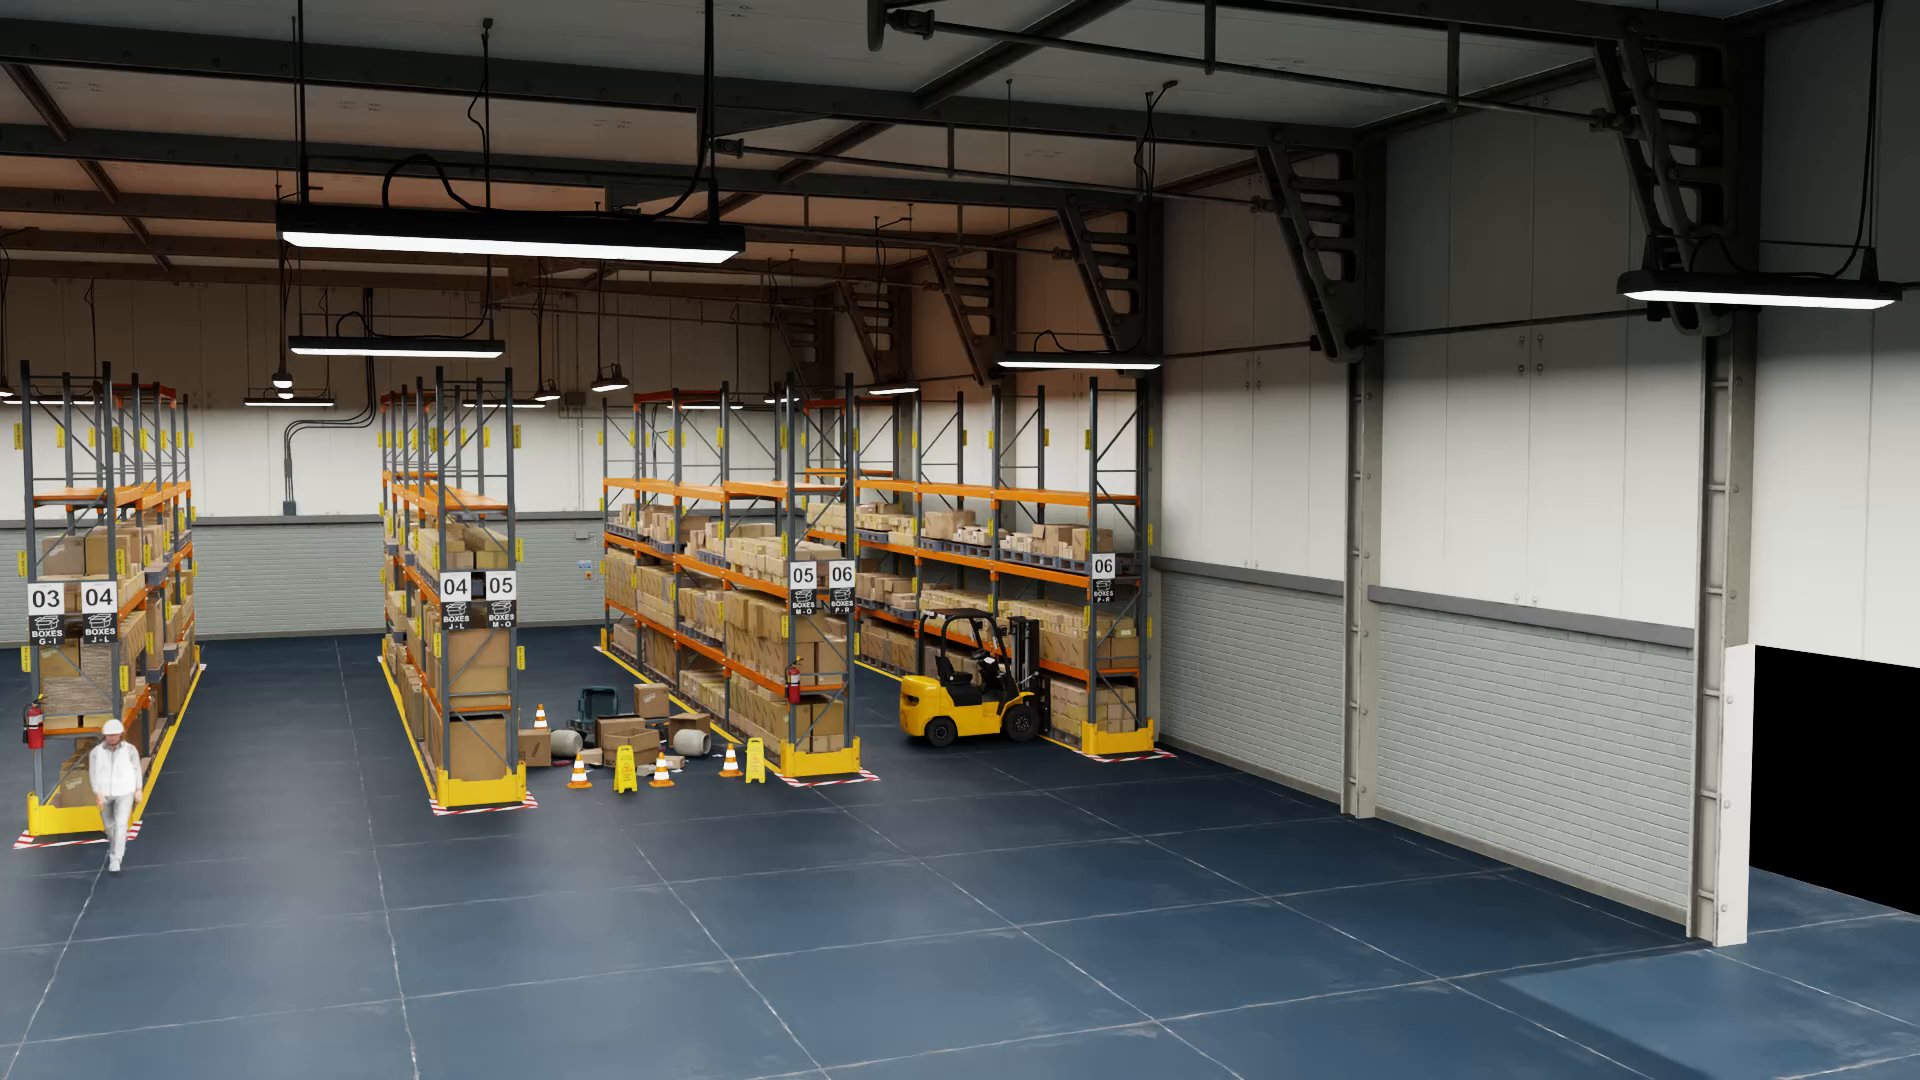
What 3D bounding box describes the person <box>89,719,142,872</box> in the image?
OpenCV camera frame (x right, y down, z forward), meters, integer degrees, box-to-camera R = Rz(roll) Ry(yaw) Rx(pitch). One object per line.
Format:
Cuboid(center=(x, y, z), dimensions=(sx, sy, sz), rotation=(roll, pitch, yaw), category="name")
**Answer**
Cuboid(center=(-9.903, 2.956, 19.455), dimensions=(0.532, 1.713, 0.988), rotation=(-1, 4, -16), category="person")
